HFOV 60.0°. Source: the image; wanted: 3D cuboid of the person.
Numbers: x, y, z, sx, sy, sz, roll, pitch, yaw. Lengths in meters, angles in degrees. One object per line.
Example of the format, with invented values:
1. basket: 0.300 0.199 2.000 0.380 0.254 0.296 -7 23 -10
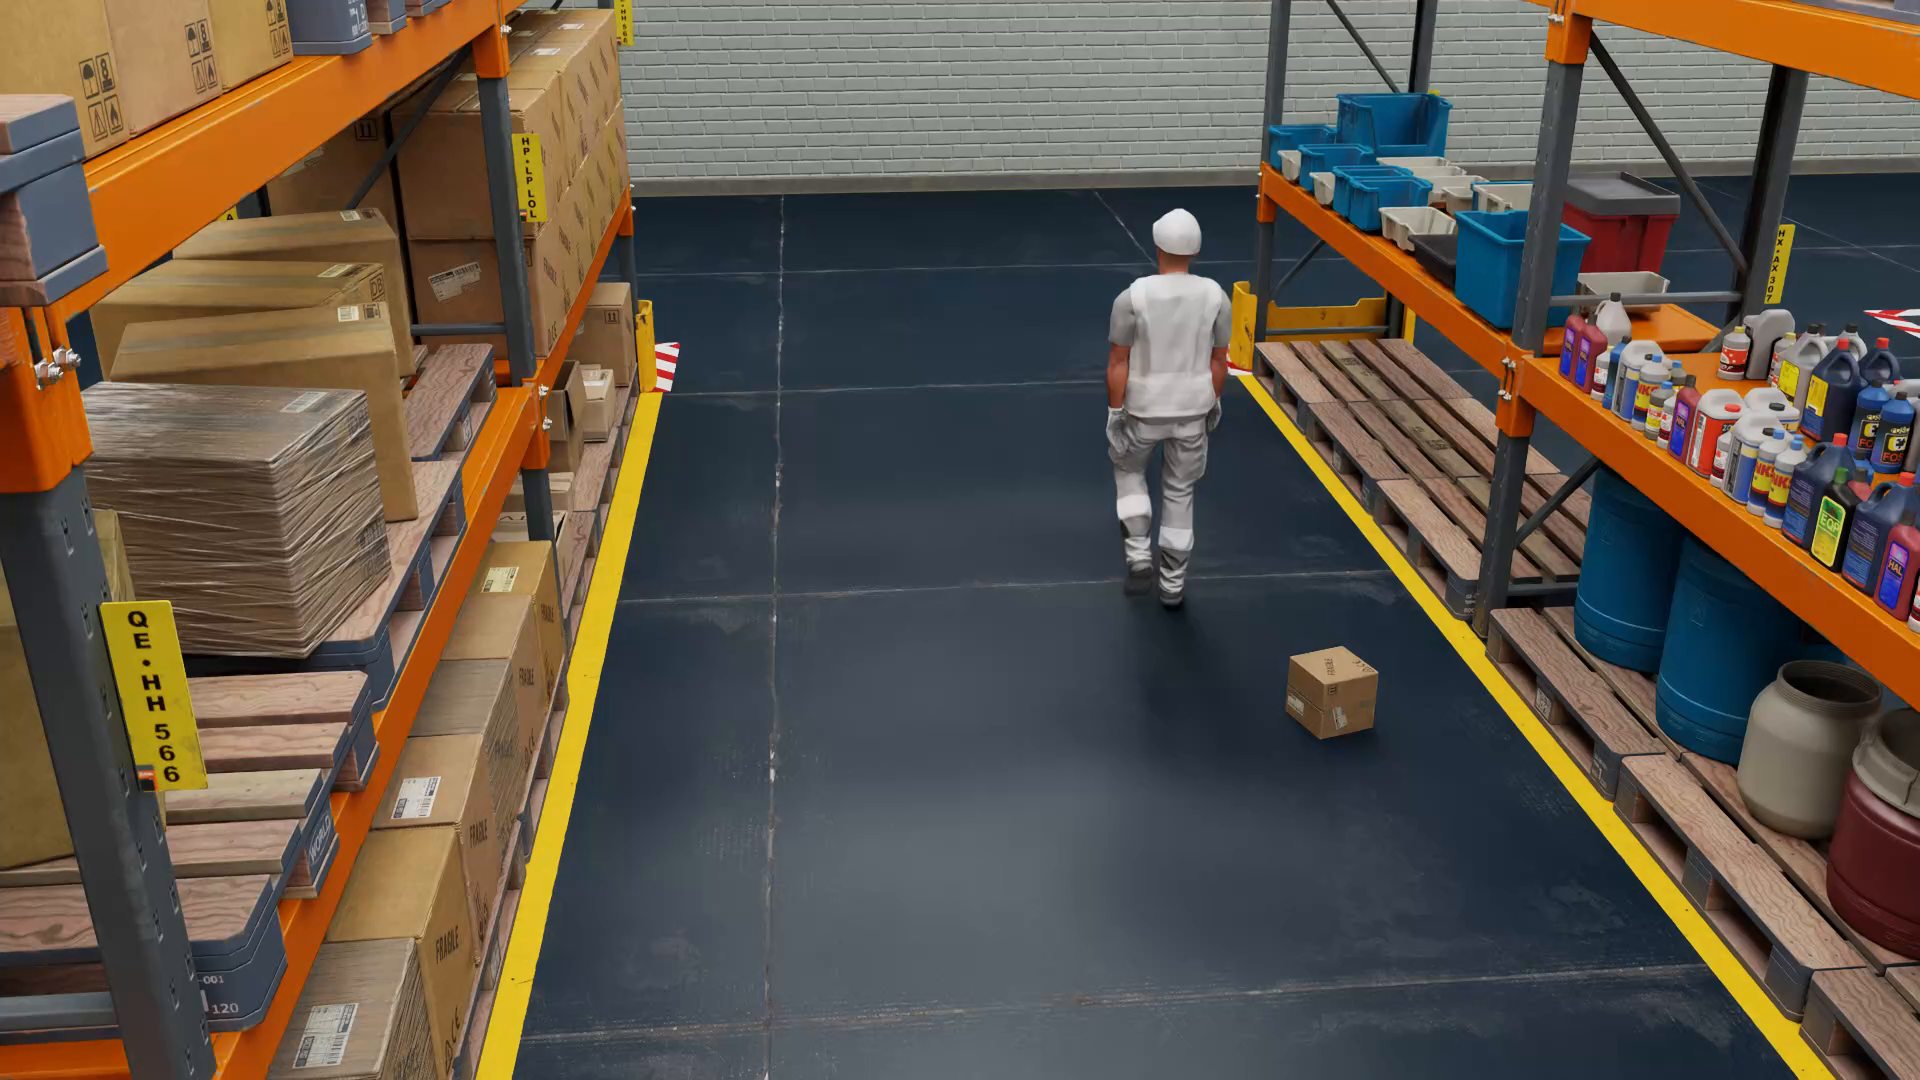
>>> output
1. person: 0.900 -0.578 7.350 0.539 1.798 0.449 0 24 1
